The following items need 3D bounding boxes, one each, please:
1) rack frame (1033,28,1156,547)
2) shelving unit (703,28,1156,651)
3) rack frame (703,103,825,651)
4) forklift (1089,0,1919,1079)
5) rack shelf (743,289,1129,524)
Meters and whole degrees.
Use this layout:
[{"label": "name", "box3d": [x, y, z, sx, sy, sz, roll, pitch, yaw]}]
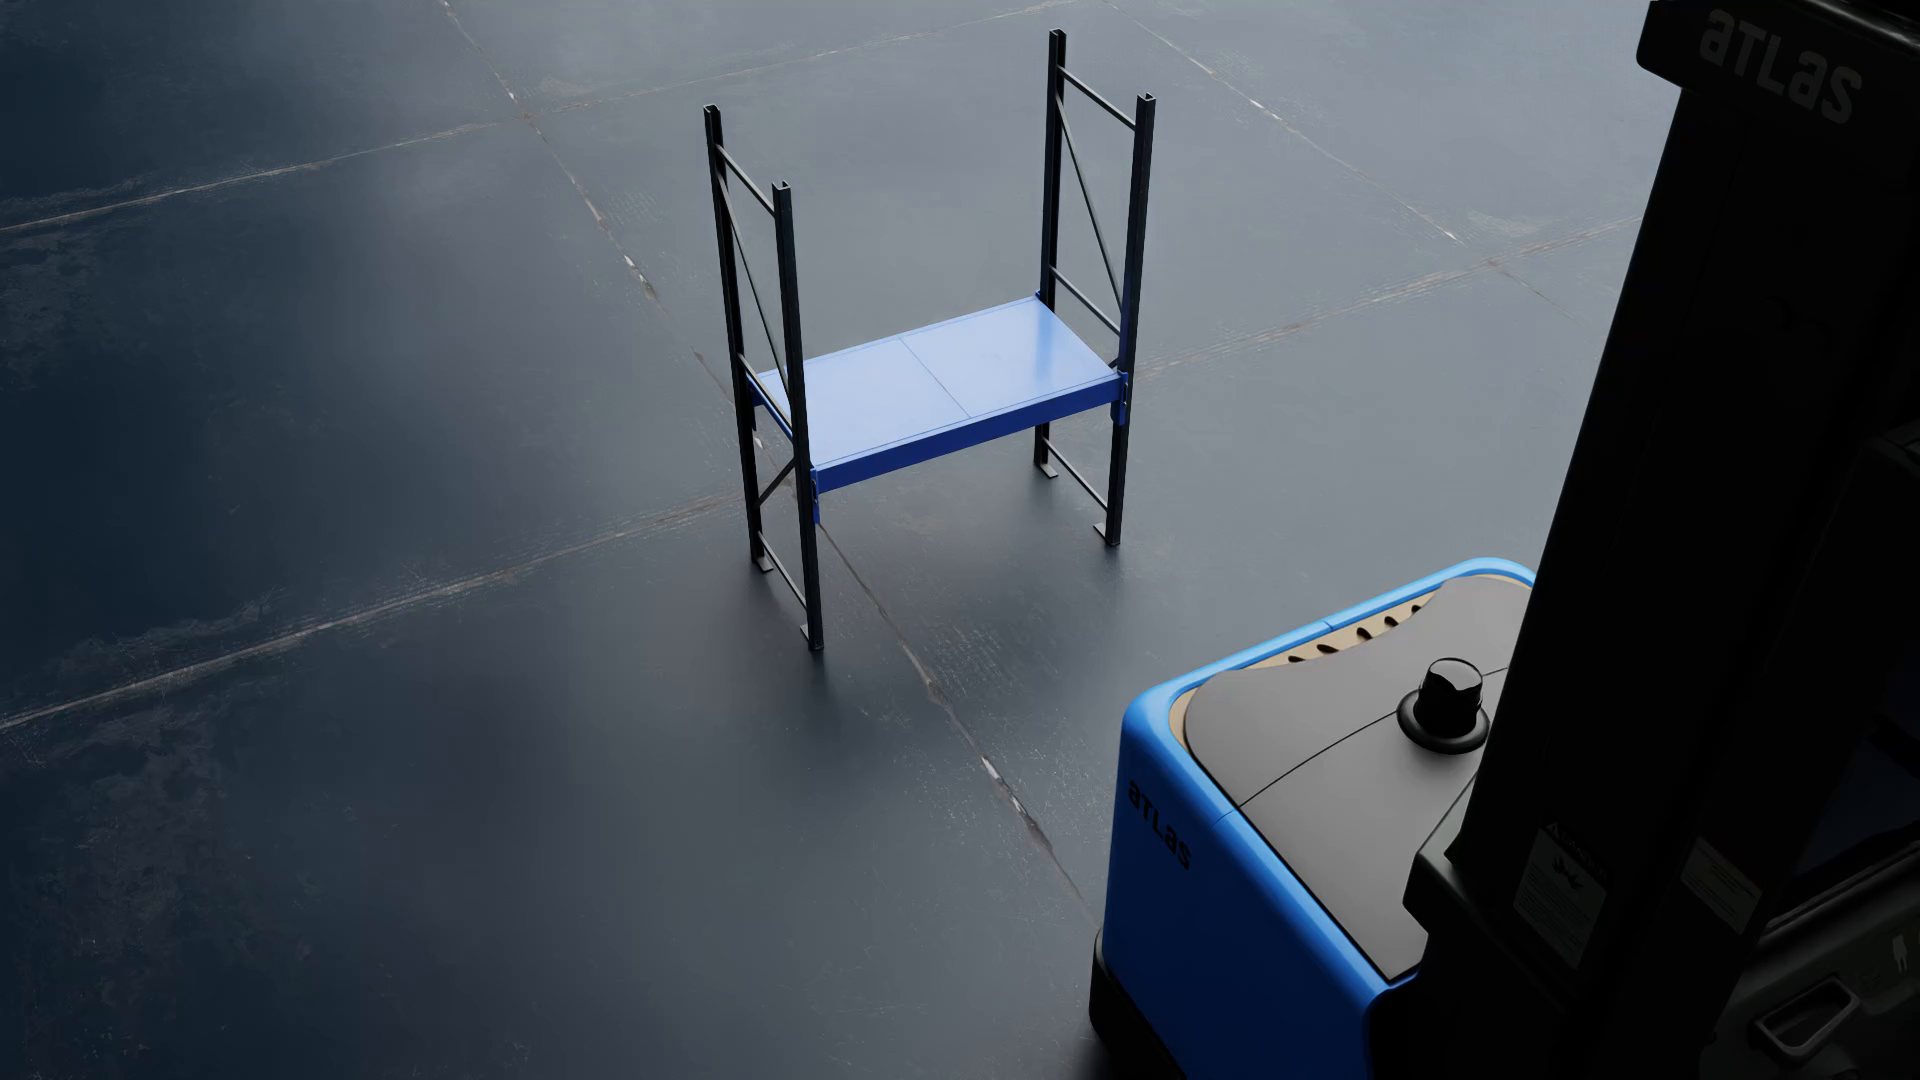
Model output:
[{"label": "rack frame", "box3d": [0.375, -0.699, 4.915, 0.032, 1.500, 0.500, -19, 44, -21]}, {"label": "shelving unit", "box3d": [-0.076, -0.547, 4.735, 1.048, 1.500, 0.538, -19, 44, -21]}, {"label": "rack frame", "box3d": [-0.527, -0.395, 4.556, 0.032, 1.500, 0.500, -19, 44, -21]}, {"label": "forklift", "box3d": [1.441, 0.701, 2.153, 1.130, 2.935, 3.031, -19, 44, -21]}, {"label": "rack shelf", "box3d": [-0.076, -0.410, 4.852, 1.000, 0.185, 0.538, -19, 44, -21]}]
